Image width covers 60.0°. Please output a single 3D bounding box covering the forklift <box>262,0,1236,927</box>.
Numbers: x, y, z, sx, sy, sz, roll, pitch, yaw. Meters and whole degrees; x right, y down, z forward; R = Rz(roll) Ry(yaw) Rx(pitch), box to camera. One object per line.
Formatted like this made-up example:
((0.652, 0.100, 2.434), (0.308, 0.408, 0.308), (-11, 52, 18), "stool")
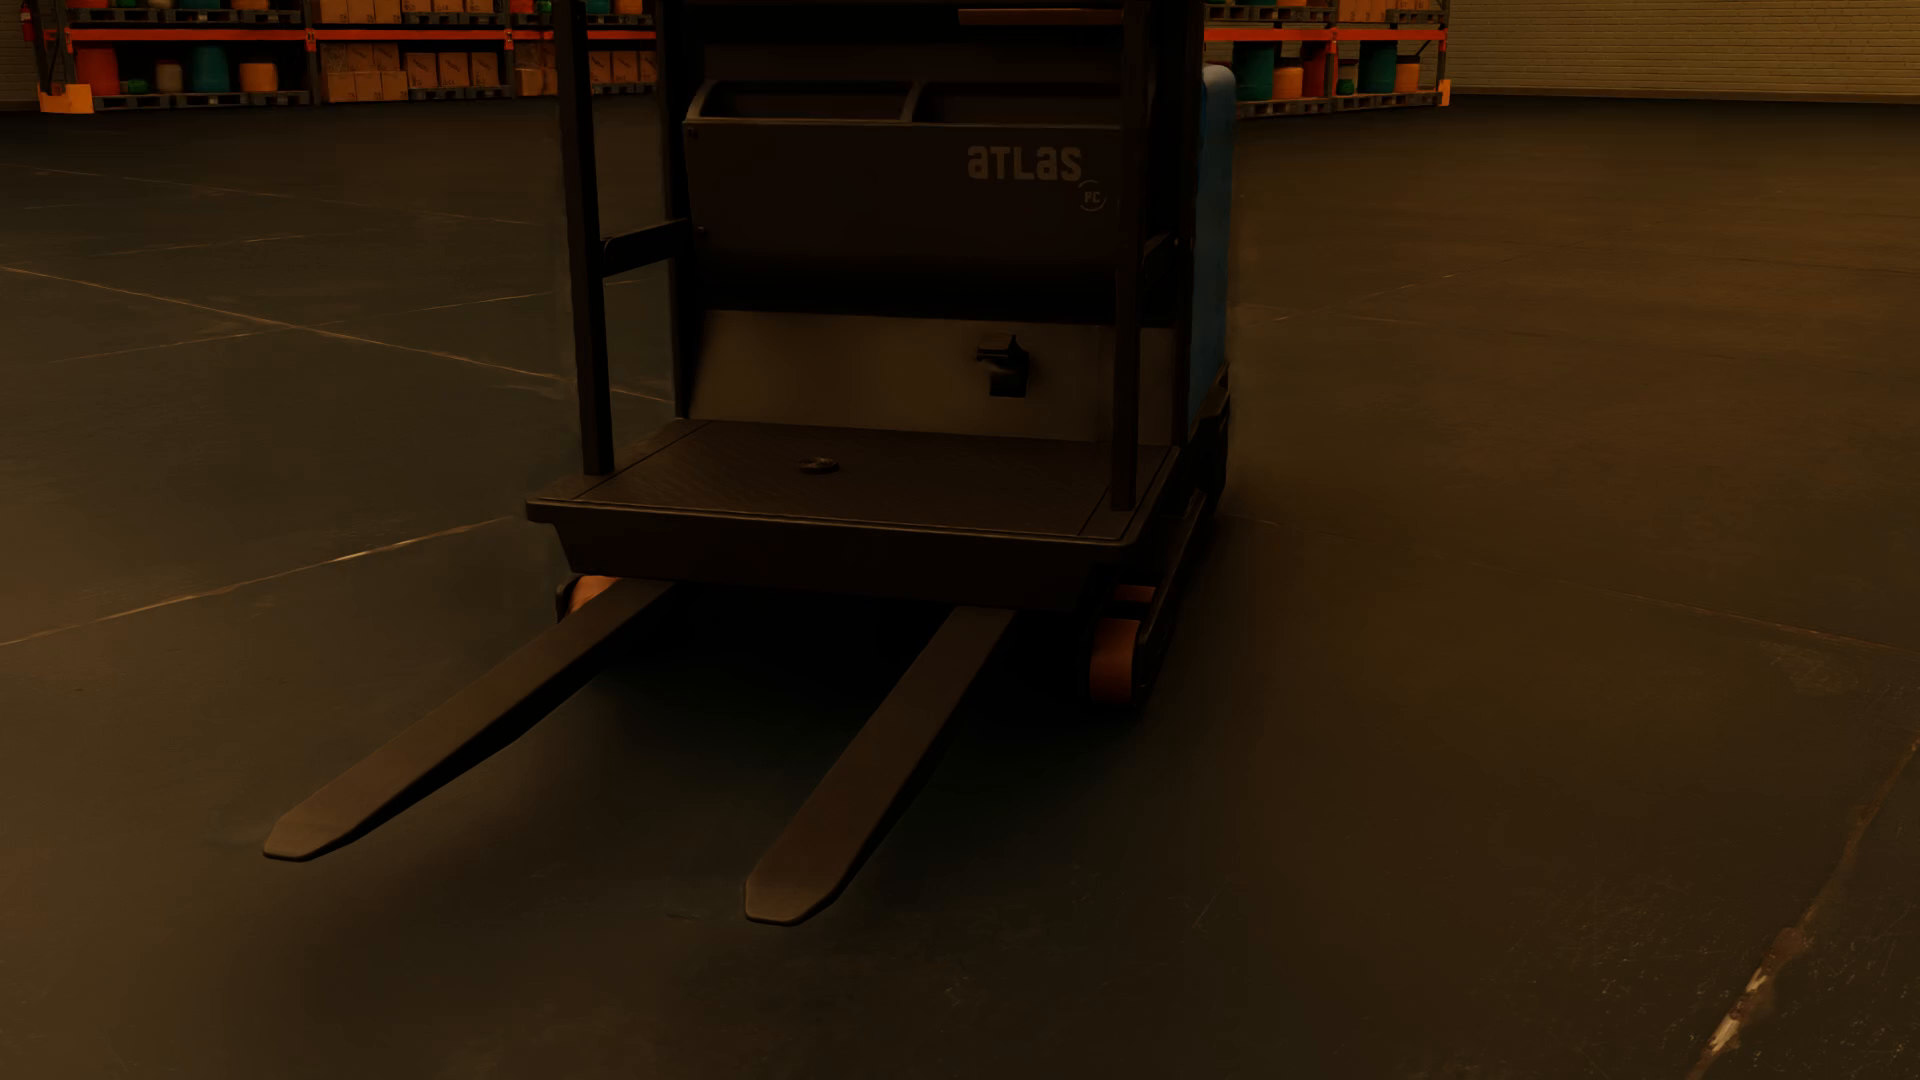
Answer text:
((-0.134, -1.224, 2.927), (1.130, 2.935, 3.031), (4, 17, 13), "forklift")
